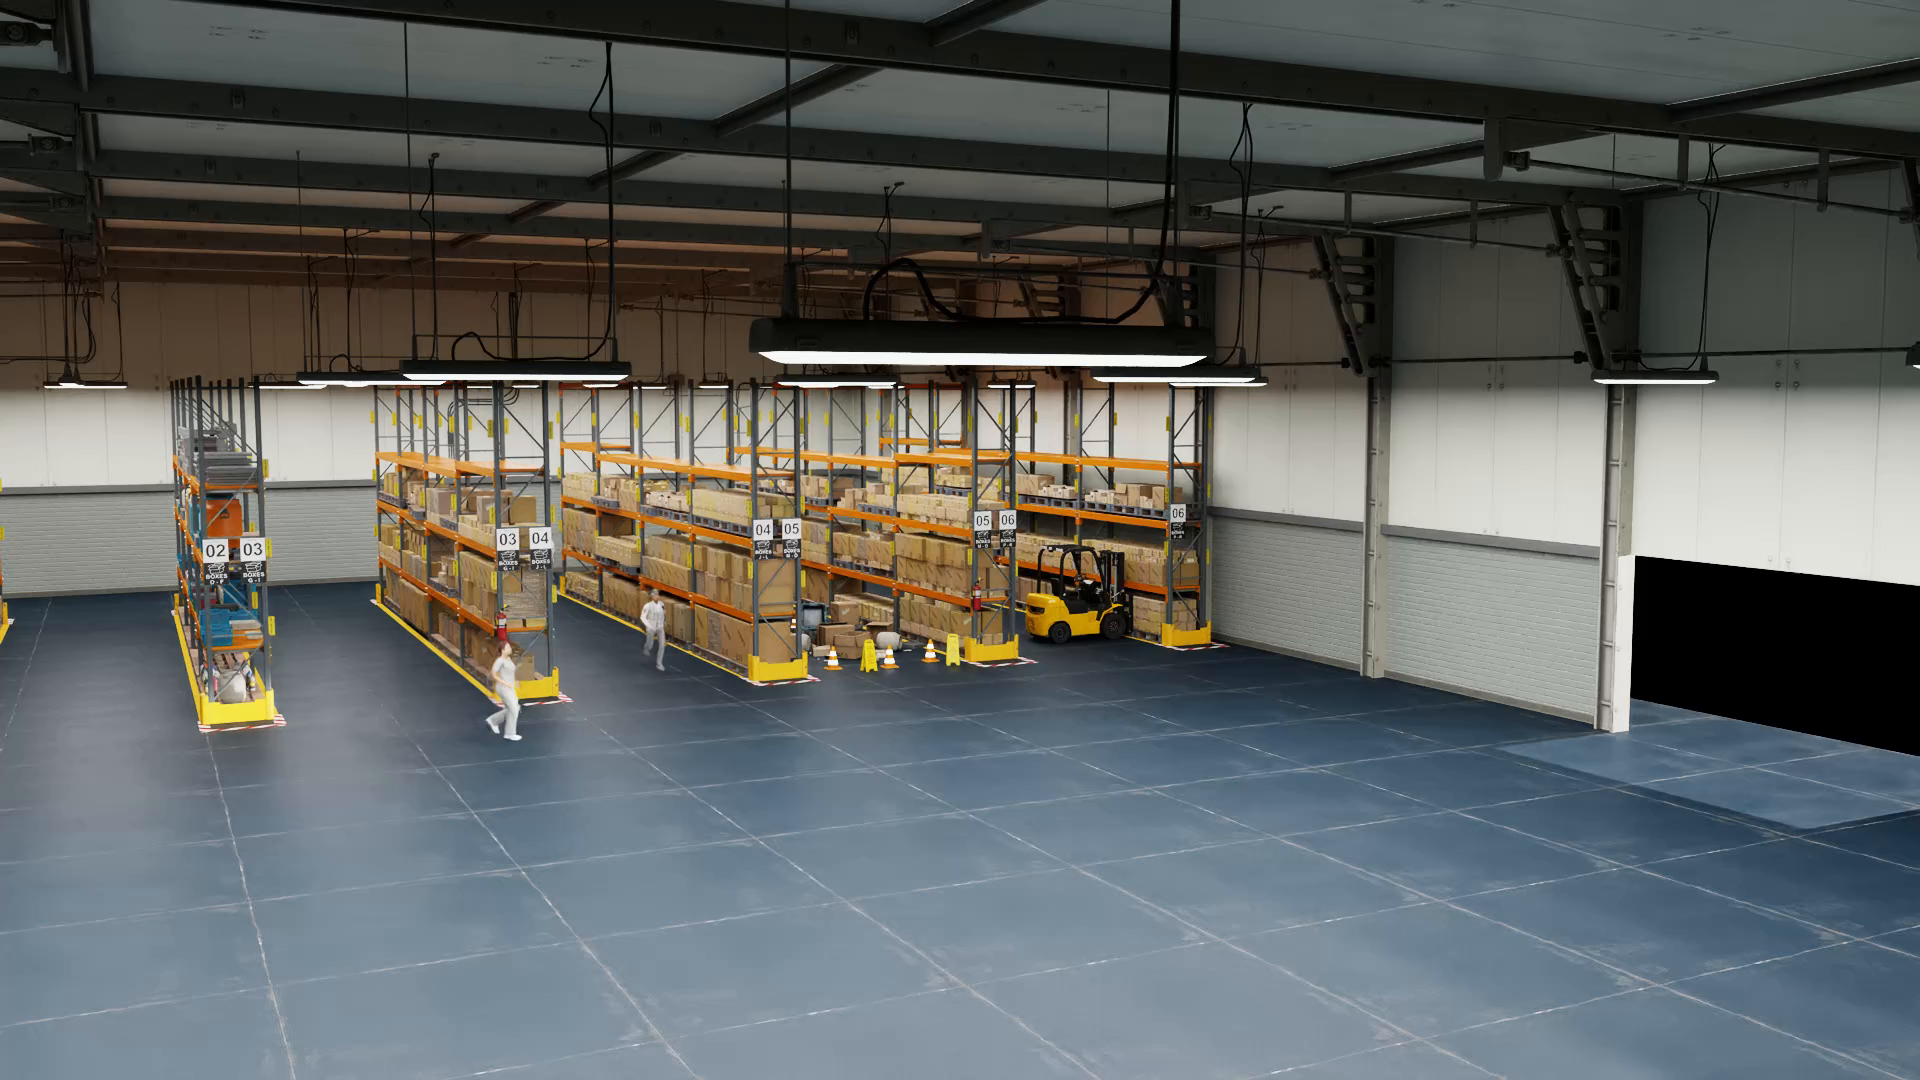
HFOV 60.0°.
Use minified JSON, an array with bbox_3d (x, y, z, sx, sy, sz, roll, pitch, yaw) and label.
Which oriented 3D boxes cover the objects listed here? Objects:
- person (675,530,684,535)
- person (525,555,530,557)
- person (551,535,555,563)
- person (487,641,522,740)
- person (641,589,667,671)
[{"bbox_3d":[-8.374,0.425,50.222,0.945,1.701,0.584,-2,5,-22],"label":"person"},{"bbox_3d":[-12.029,0.789,45.876,0.709,1.796,0.687,-2,6,-23],"label":"person"},{"bbox_3d":[-11.991,0.591,48.259,0.555,1.685,0.736,-4,7,-41],"label":"person"},{"bbox_3d":[-7.542,2.474,27.385,0.619,1.643,0.574,1,5,6],"label":"person"},{"bbox_3d":[-6.347,1.843,34.589,0.603,1.684,0.933,-3,6,-26],"label":"person"}]
